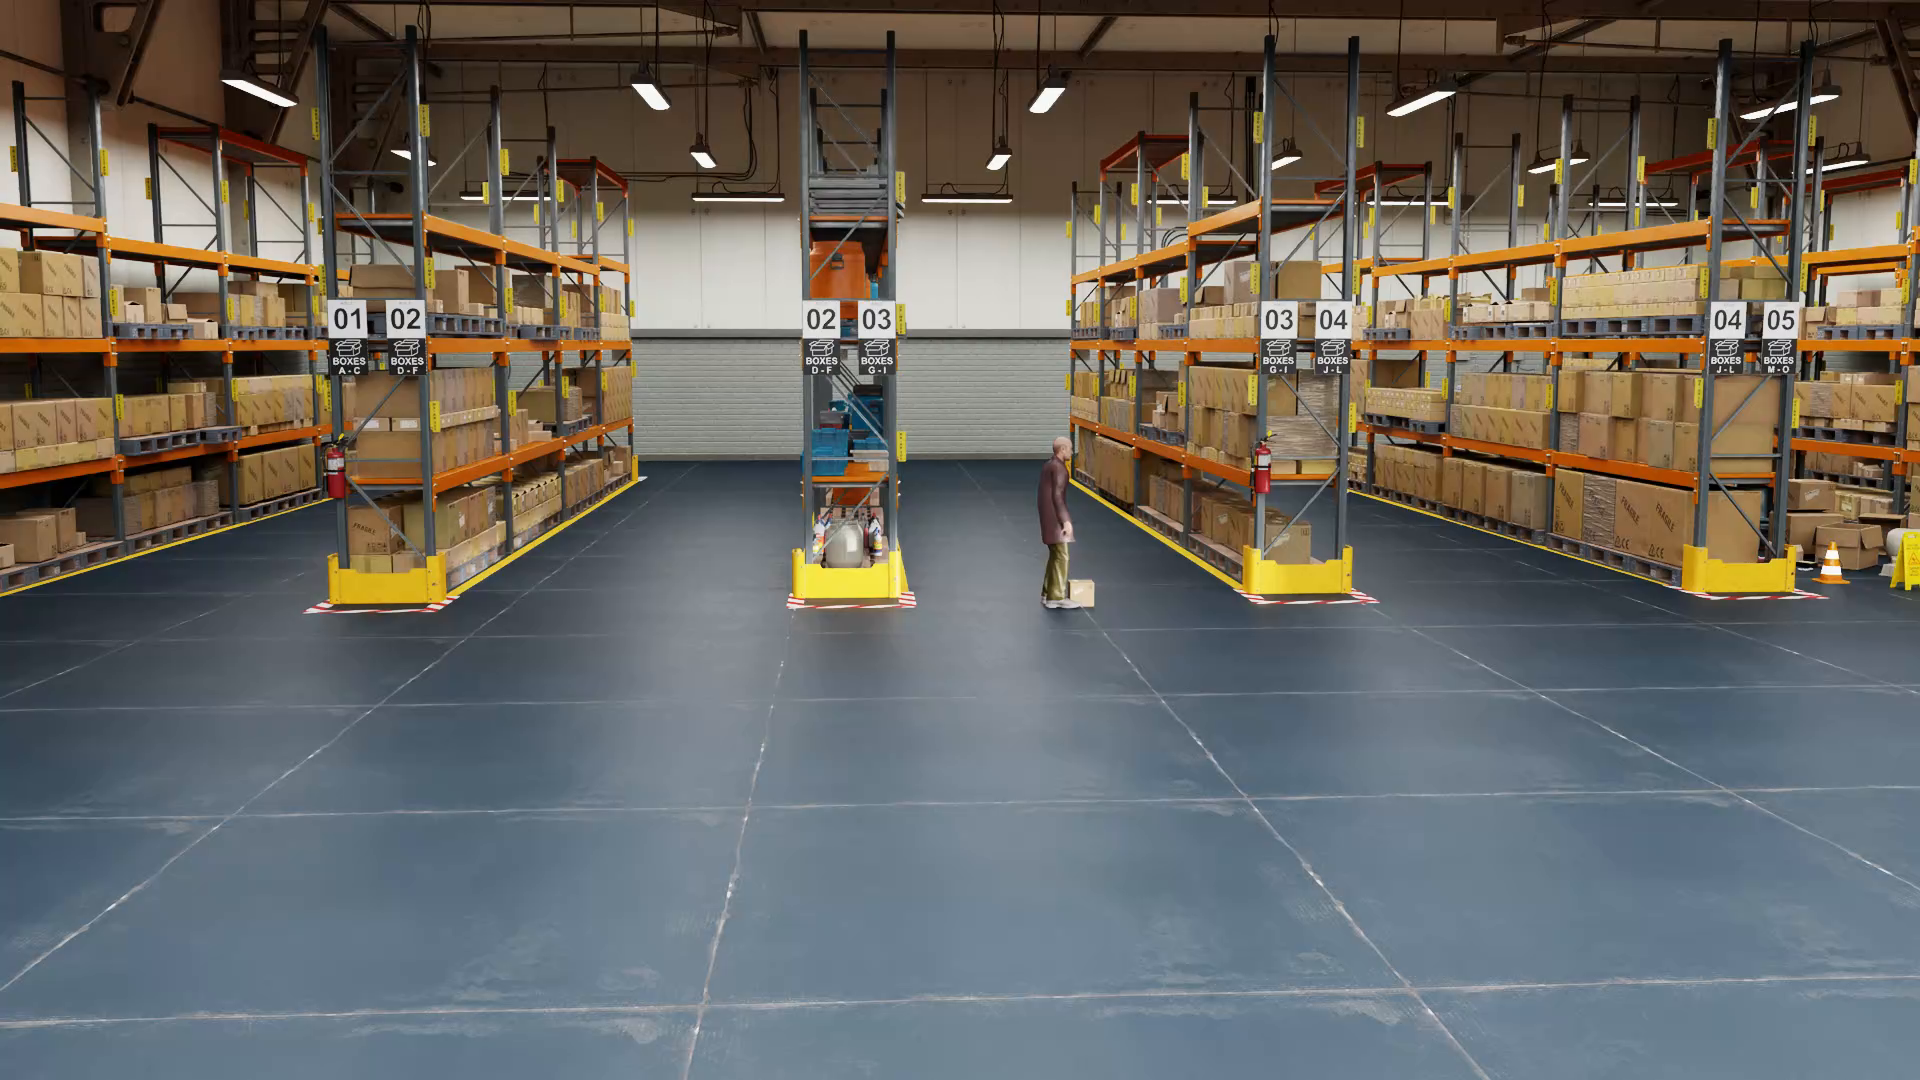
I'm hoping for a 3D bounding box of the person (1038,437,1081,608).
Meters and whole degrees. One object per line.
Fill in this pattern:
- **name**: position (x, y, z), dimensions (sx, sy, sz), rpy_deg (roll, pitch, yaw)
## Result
- **person**: position (1.029, -0.196, 17.464), dimensions (0.419, 1.775, 0.655), rpy_deg (-1, 7, -6)
